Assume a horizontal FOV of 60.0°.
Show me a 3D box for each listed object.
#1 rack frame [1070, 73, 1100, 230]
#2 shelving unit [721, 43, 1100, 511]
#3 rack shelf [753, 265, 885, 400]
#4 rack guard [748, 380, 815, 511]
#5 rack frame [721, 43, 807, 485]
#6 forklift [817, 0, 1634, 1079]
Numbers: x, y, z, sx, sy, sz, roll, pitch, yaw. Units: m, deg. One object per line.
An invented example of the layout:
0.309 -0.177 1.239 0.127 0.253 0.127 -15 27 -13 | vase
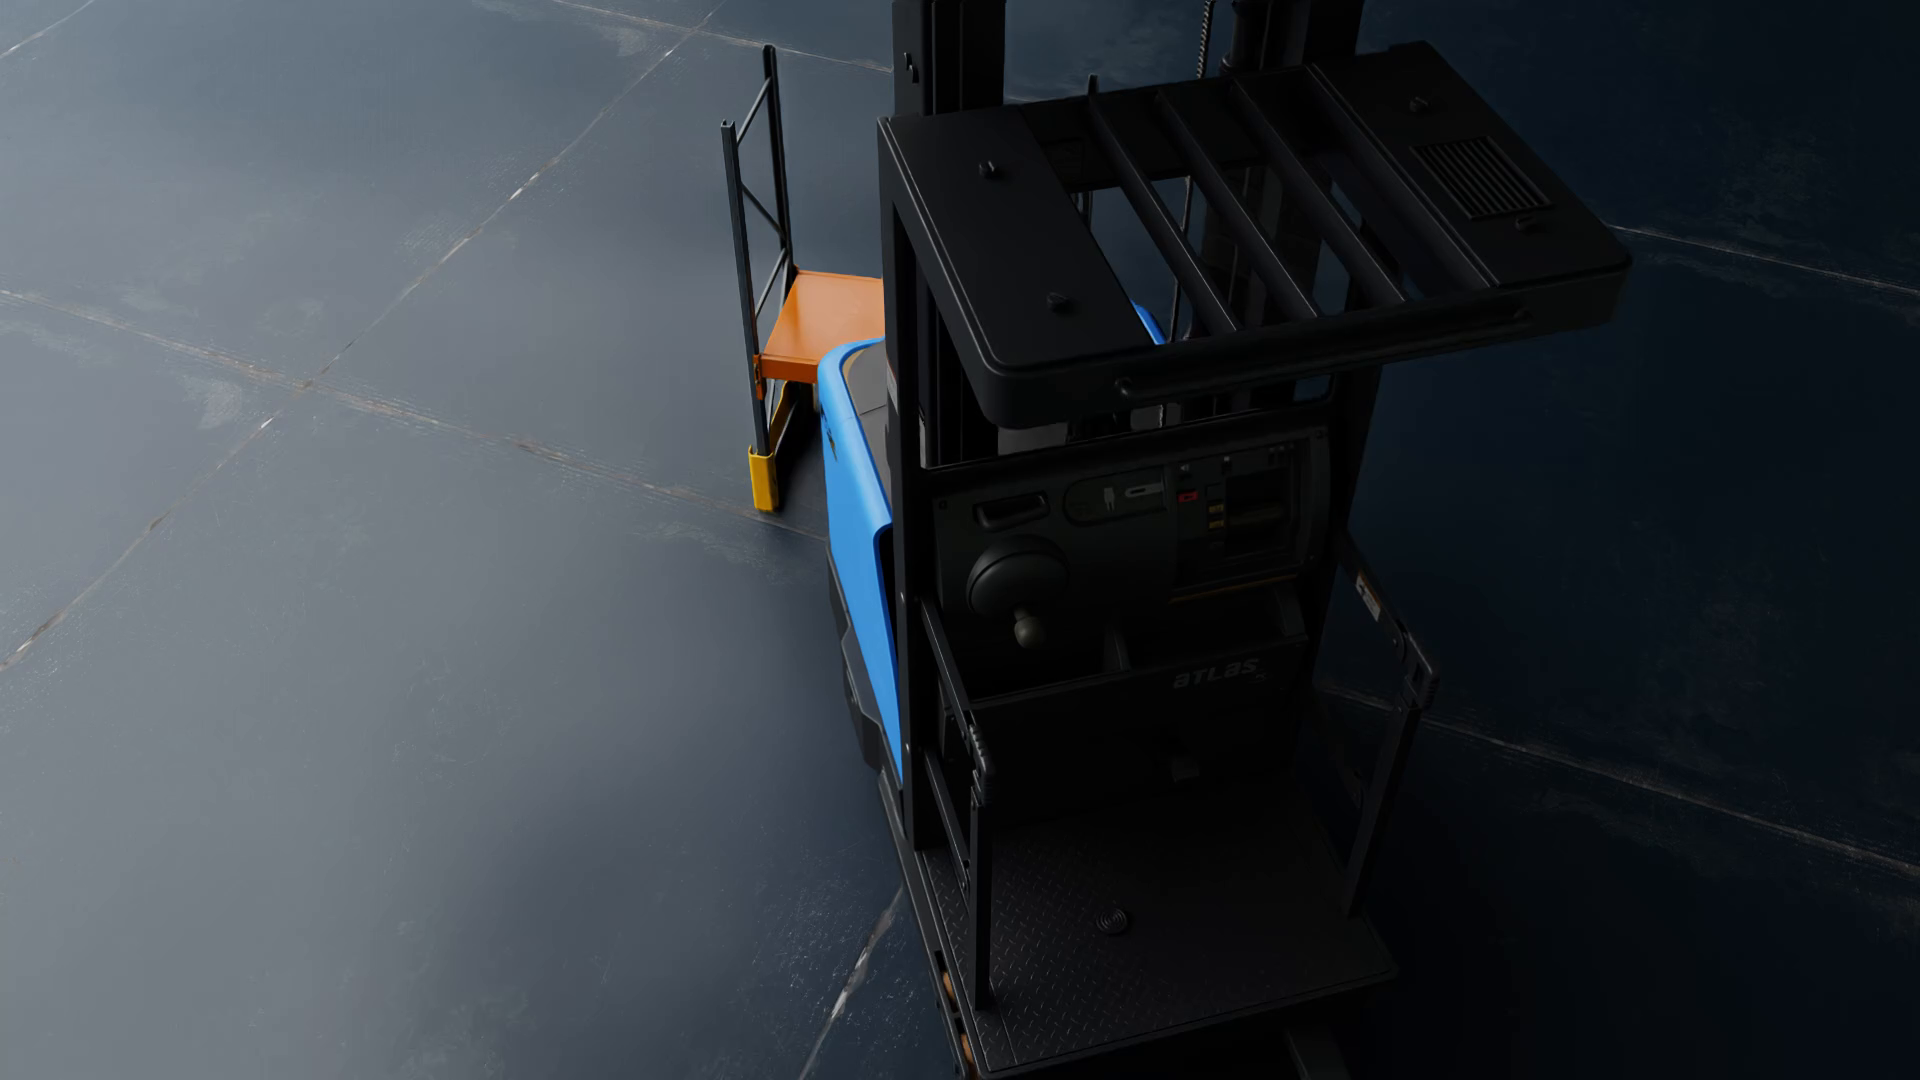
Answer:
0.364 -0.709 5.400 0.032 1.500 0.500 7 45 7 | rack frame
-0.145 -0.776 5.467 1.083 1.500 0.587 7 45 7 | shelving unit
-0.136 -0.647 5.592 1.000 0.185 0.538 7 45 7 | rack shelf
-0.635 -0.397 5.972 0.087 0.250 0.587 7 45 7 | rack guard
-0.636 -0.841 5.532 0.032 1.500 0.500 7 45 7 | rack frame
0.453 0.078 3.593 1.130 2.935 3.031 -11 46 -11 | forklift
